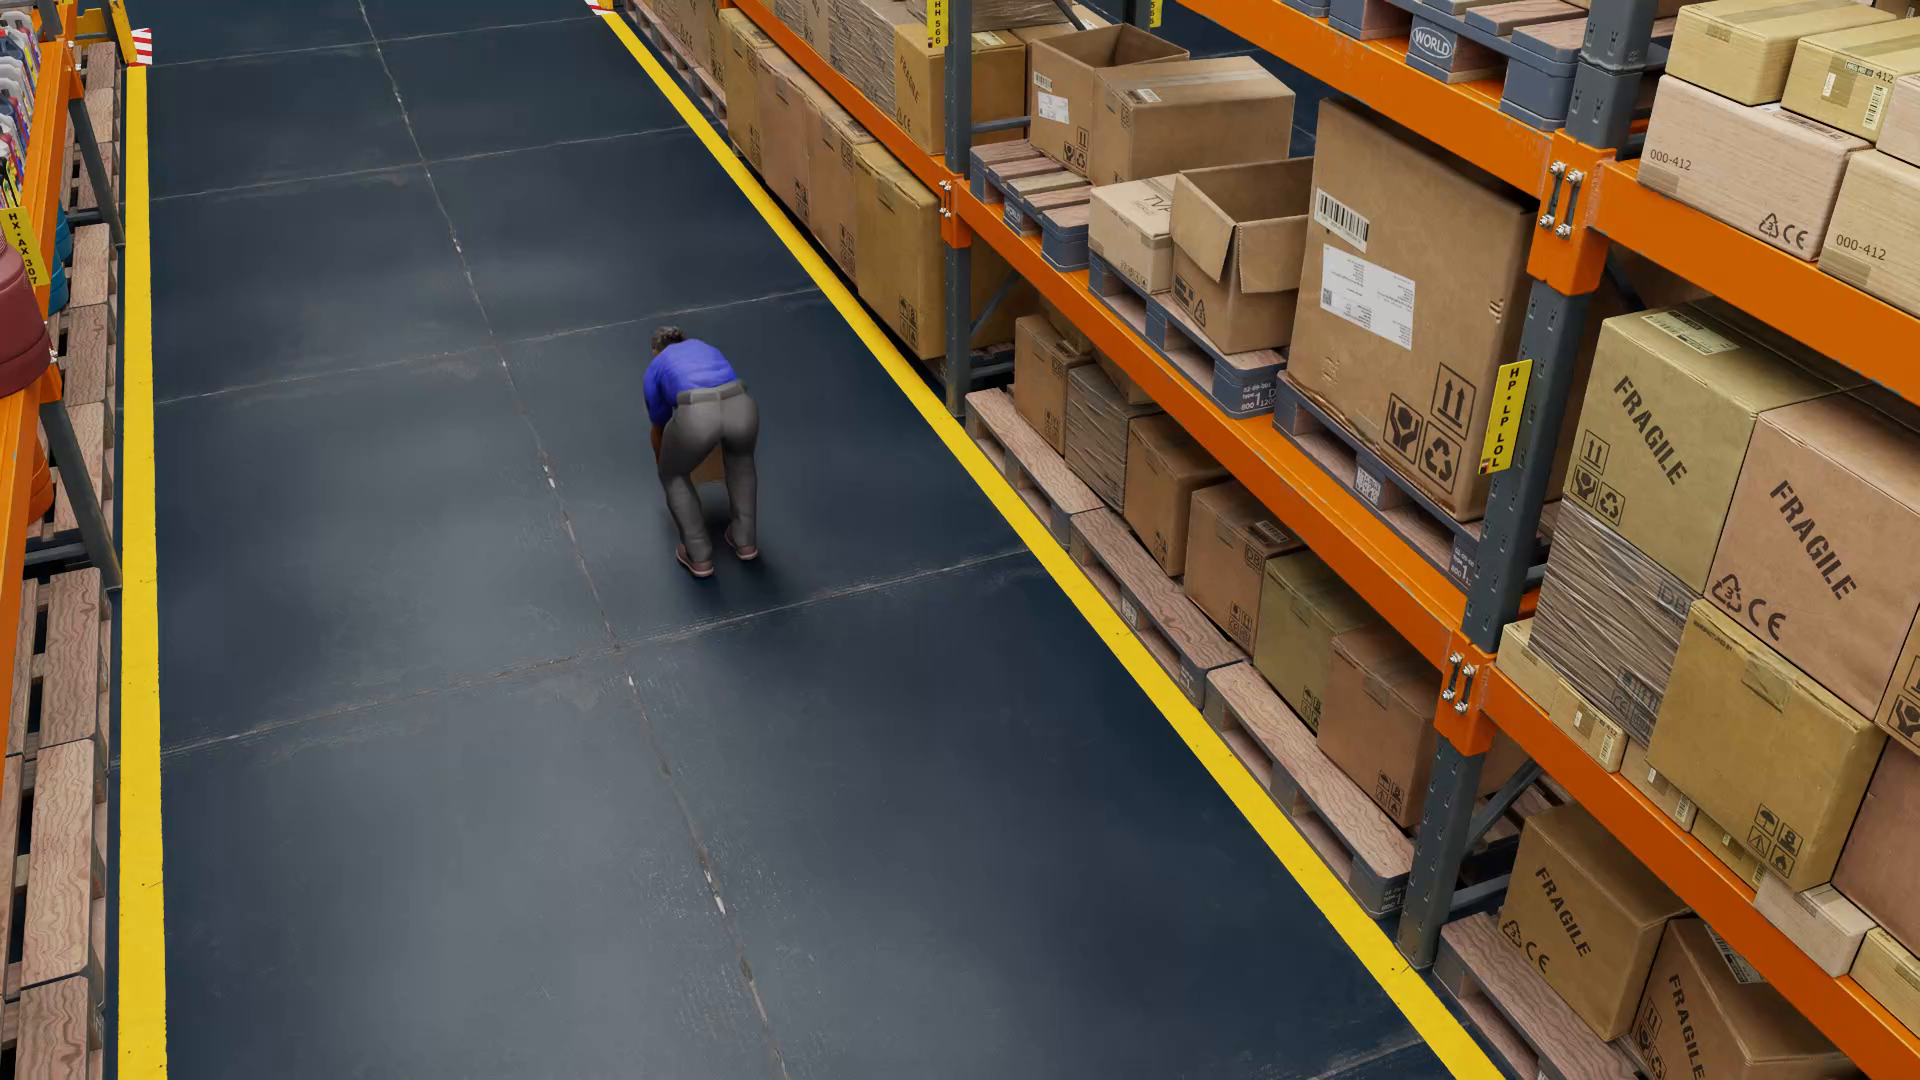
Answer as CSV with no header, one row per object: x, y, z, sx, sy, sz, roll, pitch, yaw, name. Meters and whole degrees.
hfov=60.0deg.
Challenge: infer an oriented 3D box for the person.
-1.160,-0.449,7.378,0.434,0.899,0.877,-15,36,-21,person
